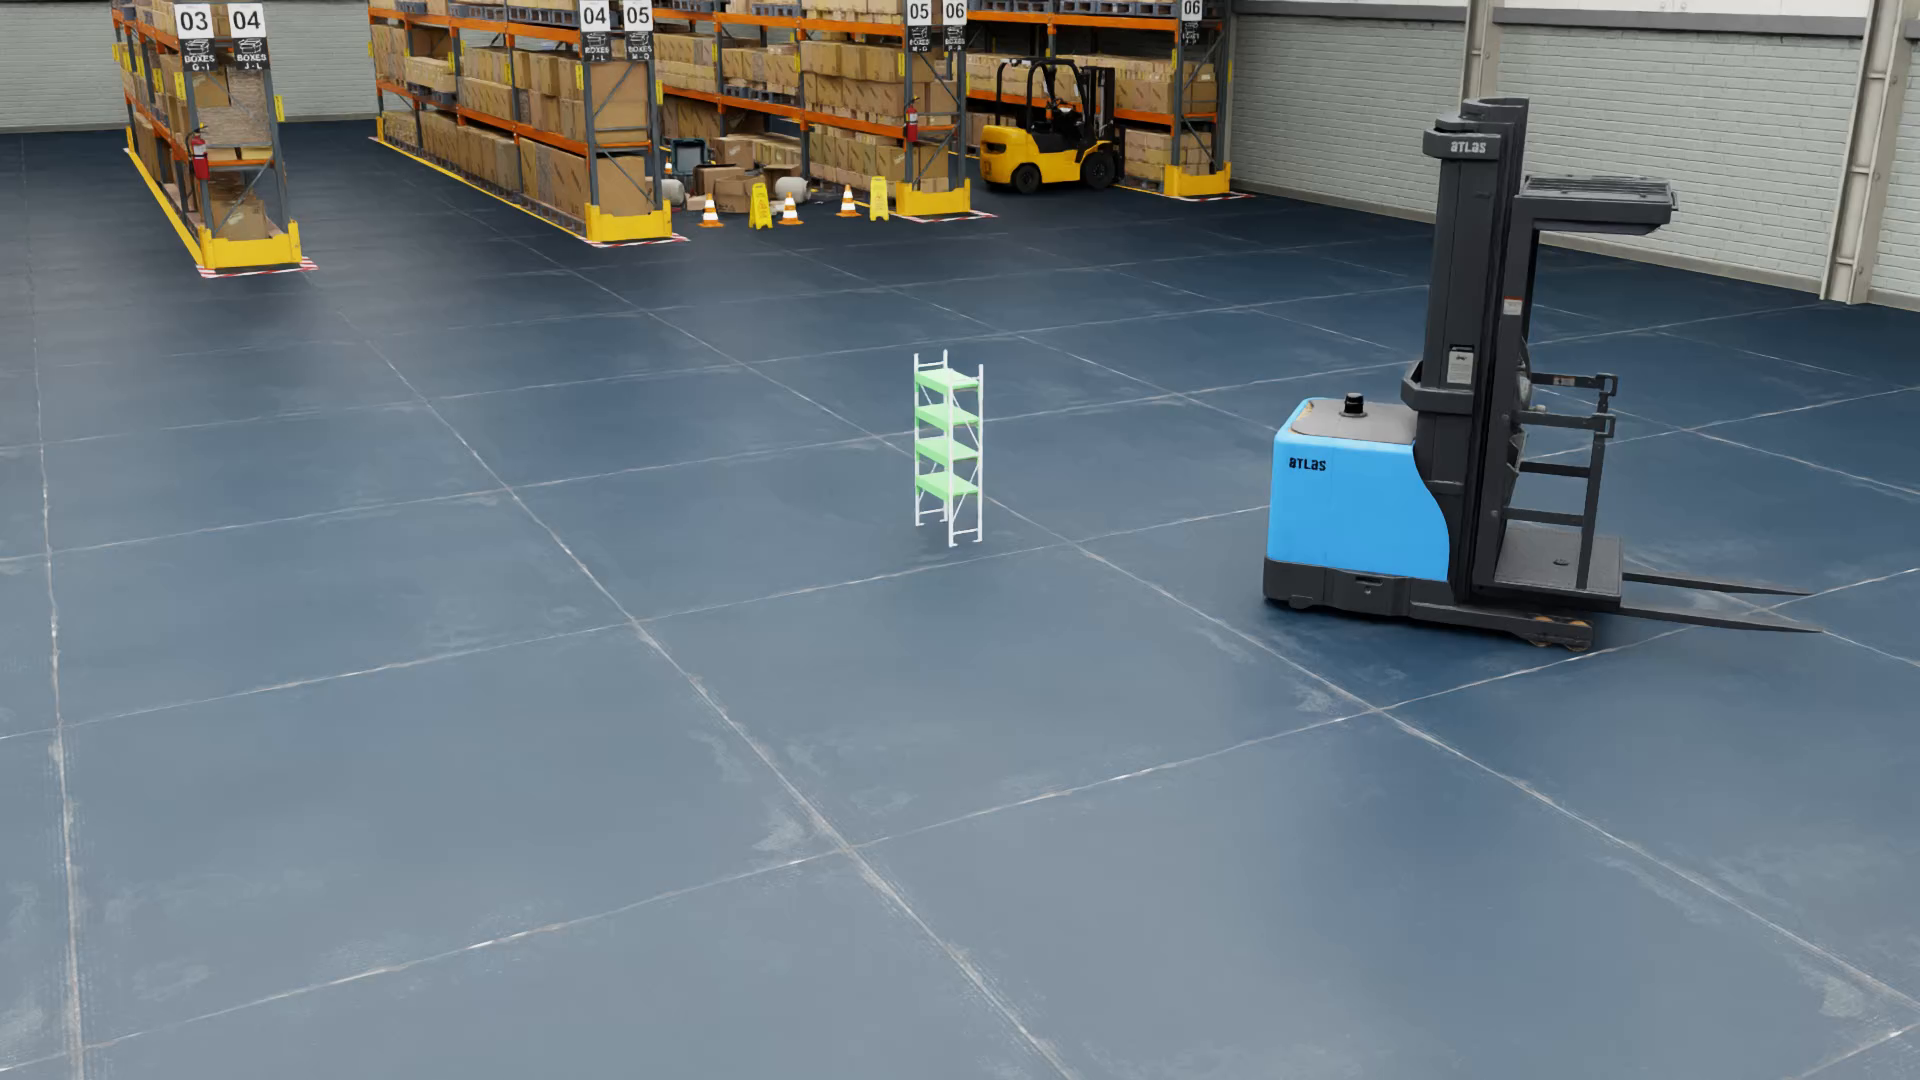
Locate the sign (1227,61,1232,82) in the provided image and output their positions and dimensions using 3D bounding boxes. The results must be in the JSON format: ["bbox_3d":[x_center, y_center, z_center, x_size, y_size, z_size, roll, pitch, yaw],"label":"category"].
[{"bbox_3d":[4.479,-7.807,27.710,0.100,0.325,0.005,-10,21,-27],"label":"sign"}]

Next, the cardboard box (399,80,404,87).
[{"bbox_3d":[-11.275,-9.377,34.092,0.380,0.149,0.250,-11,22,-29],"label":"cardboard box"}]

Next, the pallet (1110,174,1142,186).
[{"bbox_3d":[3.013,-6.521,29.706,1.003,0.211,1.213,-10,21,-27],"label":"pallet"}]

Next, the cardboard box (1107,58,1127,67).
[{"bbox_3d":[2.794,-8.355,29.143,0.380,0.149,0.250,-10,21,-26],"label":"cardboard box"}]

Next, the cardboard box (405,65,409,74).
[{"bbox_3d":[-10.603,-9.192,32.455,0.380,0.149,0.250,-10,21,-26],"label":"cardboard box"}]

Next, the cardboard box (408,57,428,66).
[{"bbox_3d":[-10.465,-9.253,32.178,0.380,0.149,0.250,-9,21,-25],"label":"cardboard box"}]

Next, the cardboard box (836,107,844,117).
[{"bbox_3d":[-1.811,-7.027,27.283,0.380,0.149,0.250,-10,21,-26],"label":"cardboard box"}]

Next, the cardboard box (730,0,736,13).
[{"bbox_3d":[-4.056,-9.967,31.026,0.396,0.266,0.258,-10,21,-27],"label":"cardboard box"}]

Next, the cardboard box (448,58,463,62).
[{"bbox_3d":[-9.649,-9.205,32.038,0.380,0.149,0.250,-10,21,-27],"label":"cardboard box"}]

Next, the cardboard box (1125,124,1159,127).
[{"bbox_3d":[3.221,-7.251,29.586,0.500,0.250,0.500,-10,22,-28],"label":"cardboard box"}]

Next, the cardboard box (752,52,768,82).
[{"bbox_3d":[-3.425,-8.580,30.144,0.500,0.500,0.500,-11,22,-29],"label":"cardboard box"}]

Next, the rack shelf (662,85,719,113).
[{"bbox_3d":[-5.127,-9.037,33.825,1.077,0.370,4.000,-10,21,-27],"label":"rack shelf"}]

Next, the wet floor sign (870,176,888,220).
[{"bbox_3d":[-1.230,-5.173,25.134,0.267,0.644,0.232,-3,19,-8],"label":"wet floor sign"}]

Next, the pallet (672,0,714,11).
[{"bbox_3d":[-5.063,-10.629,33.026,1.003,0.211,1.213,-9,21,-24],"label":"pallet"}]

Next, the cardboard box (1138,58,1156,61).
[{"bbox_3d":[3.307,-8.349,29.124,0.380,0.149,0.250,-10,21,-26],"label":"cardboard box"}]

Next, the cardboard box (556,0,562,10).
[{"bbox_3d":[-5.384,-7.445,23.097,0.380,0.149,0.250,-10,21,-26],"label":"cardboard box"}]

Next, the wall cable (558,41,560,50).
[{"bbox_3d":[-10.674,-13.210,43.209,0.585,1.953,0.123,-10,21,-27],"label":"wall cable"}]

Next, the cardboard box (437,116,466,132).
[{"bbox_3d":[-9.518,-7.826,31.251,0.500,0.250,0.500,-9,21,-25],"label":"cardboard box"}]

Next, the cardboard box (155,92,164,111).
[{"bbox_3d":[-12.305,-6.879,26.054,0.500,0.250,0.500,-11,22,-28],"label":"cardboard box"}]

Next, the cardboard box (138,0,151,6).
[{"bbox_3d":[-12.419,-8.505,25.663,0.500,0.500,0.500,-11,22,-28],"label":"cardboard box"}]

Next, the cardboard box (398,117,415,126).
[{"bbox_3d":[-11.467,-8.712,34.596,0.380,0.149,0.250,-11,22,-29],"label":"cardboard box"}]

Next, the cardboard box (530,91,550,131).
[{"bbox_3d":[-5.967,-6.498,25.135,0.875,0.550,0.550,-10,21,-27],"label":"cardboard box"}]

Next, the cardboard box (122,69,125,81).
[{"bbox_3d":[-16.455,-9.306,33.277,0.500,0.250,0.500,-10,22,-27],"label":"cardboard box"}]

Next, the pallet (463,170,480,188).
[{"bbox_3d":[-8.178,-6.451,29.503,1.003,0.211,1.213,-10,21,-27],"label":"pallet"}]

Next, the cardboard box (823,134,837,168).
[{"bbox_3d":[-1.971,-6.545,27.922,0.500,0.500,0.500,-9,21,-24],"label":"cardboard box"}]

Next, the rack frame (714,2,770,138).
[{"bbox_3d":[-4.177,-8.803,32.044,1.000,3.000,0.127,-10,21,-27],"label":"rack frame"}]

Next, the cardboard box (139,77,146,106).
[{"bbox_3d":[-14.073,-7.857,29.150,0.500,0.500,0.500,-10,21,-26],"label":"cardboard box"}]

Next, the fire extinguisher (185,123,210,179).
[{"bbox_3d":[-9.451,-4.831,20.651,0.296,0.674,0.183,-10,21,-27],"label":"fire extinguisher"}]

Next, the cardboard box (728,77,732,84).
[{"bbox_3d":[-4.187,-8.761,31.663,0.380,0.149,0.250,-11,22,-30],"label":"cardboard box"}]

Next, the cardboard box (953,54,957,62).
[{"bbox_3d":[0.081,-9.790,33.756,0.380,0.149,0.250,-9,21,-25],"label":"cardboard box"}]

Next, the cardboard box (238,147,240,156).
[{"bbox_3d":[-9.127,-5.046,21.542,0.380,0.149,0.250,-10,21,-27],"label":"cardboard box"}]

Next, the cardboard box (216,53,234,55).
[{"bbox_3d":[-10.543,-6.694,23.789,0.500,0.500,0.500,-10,21,-27],"label":"cardboard box"}]

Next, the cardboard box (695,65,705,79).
[{"bbox_3d":[-4.878,-9.215,32.701,0.500,0.250,0.500,-11,22,-28],"label":"cardboard box"}]

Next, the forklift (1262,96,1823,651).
[{"bbox_3d":[3.386,-0.958,9.414,3.031,2.935,1.130,7,20,20],"label":"forklift"}]

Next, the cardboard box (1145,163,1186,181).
[{"bbox_3d":[3.487,-6.261,28.249,0.500,0.250,0.500,-10,21,-26],"label":"cardboard box"}]

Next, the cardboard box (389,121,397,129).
[{"bbox_3d":[-11.961,-8.871,35.511,0.380,0.149,0.250,-9,21,-25],"label":"cardboard box"}]

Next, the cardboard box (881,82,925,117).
[{"bbox_3d":[-0.879,-6.807,25.652,0.500,0.500,0.500,-10,22,-28],"label":"cardboard box"}]

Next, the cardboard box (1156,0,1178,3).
[{"bbox_3d":[3.563,-9.077,27.288,0.500,0.500,0.500,-9,21,-25],"label":"cardboard box"}]

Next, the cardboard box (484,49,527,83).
[{"bbox_3d":[-7.551,-7.958,27.910,0.700,0.500,0.500,-10,22,-27],"label":"cardboard box"}]

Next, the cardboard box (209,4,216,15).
[{"bbox_3d":[-9.527,-6.631,20.771,0.380,0.149,0.250,-11,22,-28],"label":"cardboard box"}]

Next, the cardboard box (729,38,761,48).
[{"bbox_3d":[-4.196,-9.502,32.385,0.500,0.500,0.500,-11,22,-28],"label":"cardboard box"}]

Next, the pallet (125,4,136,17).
[{"bbox_3d":[-13.785,-9.094,28.578,1.003,0.211,1.213,-9,21,-24],"label":"pallet"}]

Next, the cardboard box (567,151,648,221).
[{"bbox_3d":[-5.067,-5.089,23.895,0.875,0.875,0.875,-10,21,-26],"label":"cardboard box"}]

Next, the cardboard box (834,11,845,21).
[{"bbox_3d":[-1.811,-8.443,26.787,0.380,0.149,0.250,-10,22,-28],"label":"cardboard box"}]

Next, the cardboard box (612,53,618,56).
[{"bbox_3d":[-7.511,-10.675,37.315,0.500,0.500,0.500,-10,21,-27],"label":"cardboard box"}]

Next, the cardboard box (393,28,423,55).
[{"bbox_3d":[-11.097,-10.057,33.535,0.500,0.500,0.500,-11,22,-28],"label":"cardboard box"}]

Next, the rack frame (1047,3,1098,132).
[{"bbox_3d":[2.089,-8.425,30.948,1.000,3.000,0.127,-10,21,-27],"label":"rack frame"}]

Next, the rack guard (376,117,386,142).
[{"bbox_3d":[-12.249,-9.100,36.738,1.175,0.500,0.348,-10,21,-27],"label":"rack guard"}]

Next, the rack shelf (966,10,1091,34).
[{"bbox_3d":[1.139,-10.077,32.240,1.077,0.370,4.000,-10,21,-27],"label":"rack shelf"}]

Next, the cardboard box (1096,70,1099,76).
[{"bbox_3d":[2.591,-8.274,29.364,0.380,0.149,0.250,-11,22,-28],"label":"cardboard box"}]

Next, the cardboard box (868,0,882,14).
[{"bbox_3d":[-1.085,-8.246,25.605,0.500,0.250,0.500,-10,22,-27],"label":"cardboard box"}]

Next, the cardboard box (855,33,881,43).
[{"bbox_3d":[-2.183,-11.614,38.815,0.500,0.500,0.500,-11,22,-28],"label":"cardboard box"}]

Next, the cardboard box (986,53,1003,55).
[{"bbox_3d":[0.744,-9.807,33.806,0.380,0.149,0.250,-9,21,-25],"label":"cardboard box"}]

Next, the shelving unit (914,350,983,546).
[{"bbox_3d":[-0.079,-0.615,11.073,0.258,1.200,0.503,-10,21,-27],"label":"shelving unit"}]
